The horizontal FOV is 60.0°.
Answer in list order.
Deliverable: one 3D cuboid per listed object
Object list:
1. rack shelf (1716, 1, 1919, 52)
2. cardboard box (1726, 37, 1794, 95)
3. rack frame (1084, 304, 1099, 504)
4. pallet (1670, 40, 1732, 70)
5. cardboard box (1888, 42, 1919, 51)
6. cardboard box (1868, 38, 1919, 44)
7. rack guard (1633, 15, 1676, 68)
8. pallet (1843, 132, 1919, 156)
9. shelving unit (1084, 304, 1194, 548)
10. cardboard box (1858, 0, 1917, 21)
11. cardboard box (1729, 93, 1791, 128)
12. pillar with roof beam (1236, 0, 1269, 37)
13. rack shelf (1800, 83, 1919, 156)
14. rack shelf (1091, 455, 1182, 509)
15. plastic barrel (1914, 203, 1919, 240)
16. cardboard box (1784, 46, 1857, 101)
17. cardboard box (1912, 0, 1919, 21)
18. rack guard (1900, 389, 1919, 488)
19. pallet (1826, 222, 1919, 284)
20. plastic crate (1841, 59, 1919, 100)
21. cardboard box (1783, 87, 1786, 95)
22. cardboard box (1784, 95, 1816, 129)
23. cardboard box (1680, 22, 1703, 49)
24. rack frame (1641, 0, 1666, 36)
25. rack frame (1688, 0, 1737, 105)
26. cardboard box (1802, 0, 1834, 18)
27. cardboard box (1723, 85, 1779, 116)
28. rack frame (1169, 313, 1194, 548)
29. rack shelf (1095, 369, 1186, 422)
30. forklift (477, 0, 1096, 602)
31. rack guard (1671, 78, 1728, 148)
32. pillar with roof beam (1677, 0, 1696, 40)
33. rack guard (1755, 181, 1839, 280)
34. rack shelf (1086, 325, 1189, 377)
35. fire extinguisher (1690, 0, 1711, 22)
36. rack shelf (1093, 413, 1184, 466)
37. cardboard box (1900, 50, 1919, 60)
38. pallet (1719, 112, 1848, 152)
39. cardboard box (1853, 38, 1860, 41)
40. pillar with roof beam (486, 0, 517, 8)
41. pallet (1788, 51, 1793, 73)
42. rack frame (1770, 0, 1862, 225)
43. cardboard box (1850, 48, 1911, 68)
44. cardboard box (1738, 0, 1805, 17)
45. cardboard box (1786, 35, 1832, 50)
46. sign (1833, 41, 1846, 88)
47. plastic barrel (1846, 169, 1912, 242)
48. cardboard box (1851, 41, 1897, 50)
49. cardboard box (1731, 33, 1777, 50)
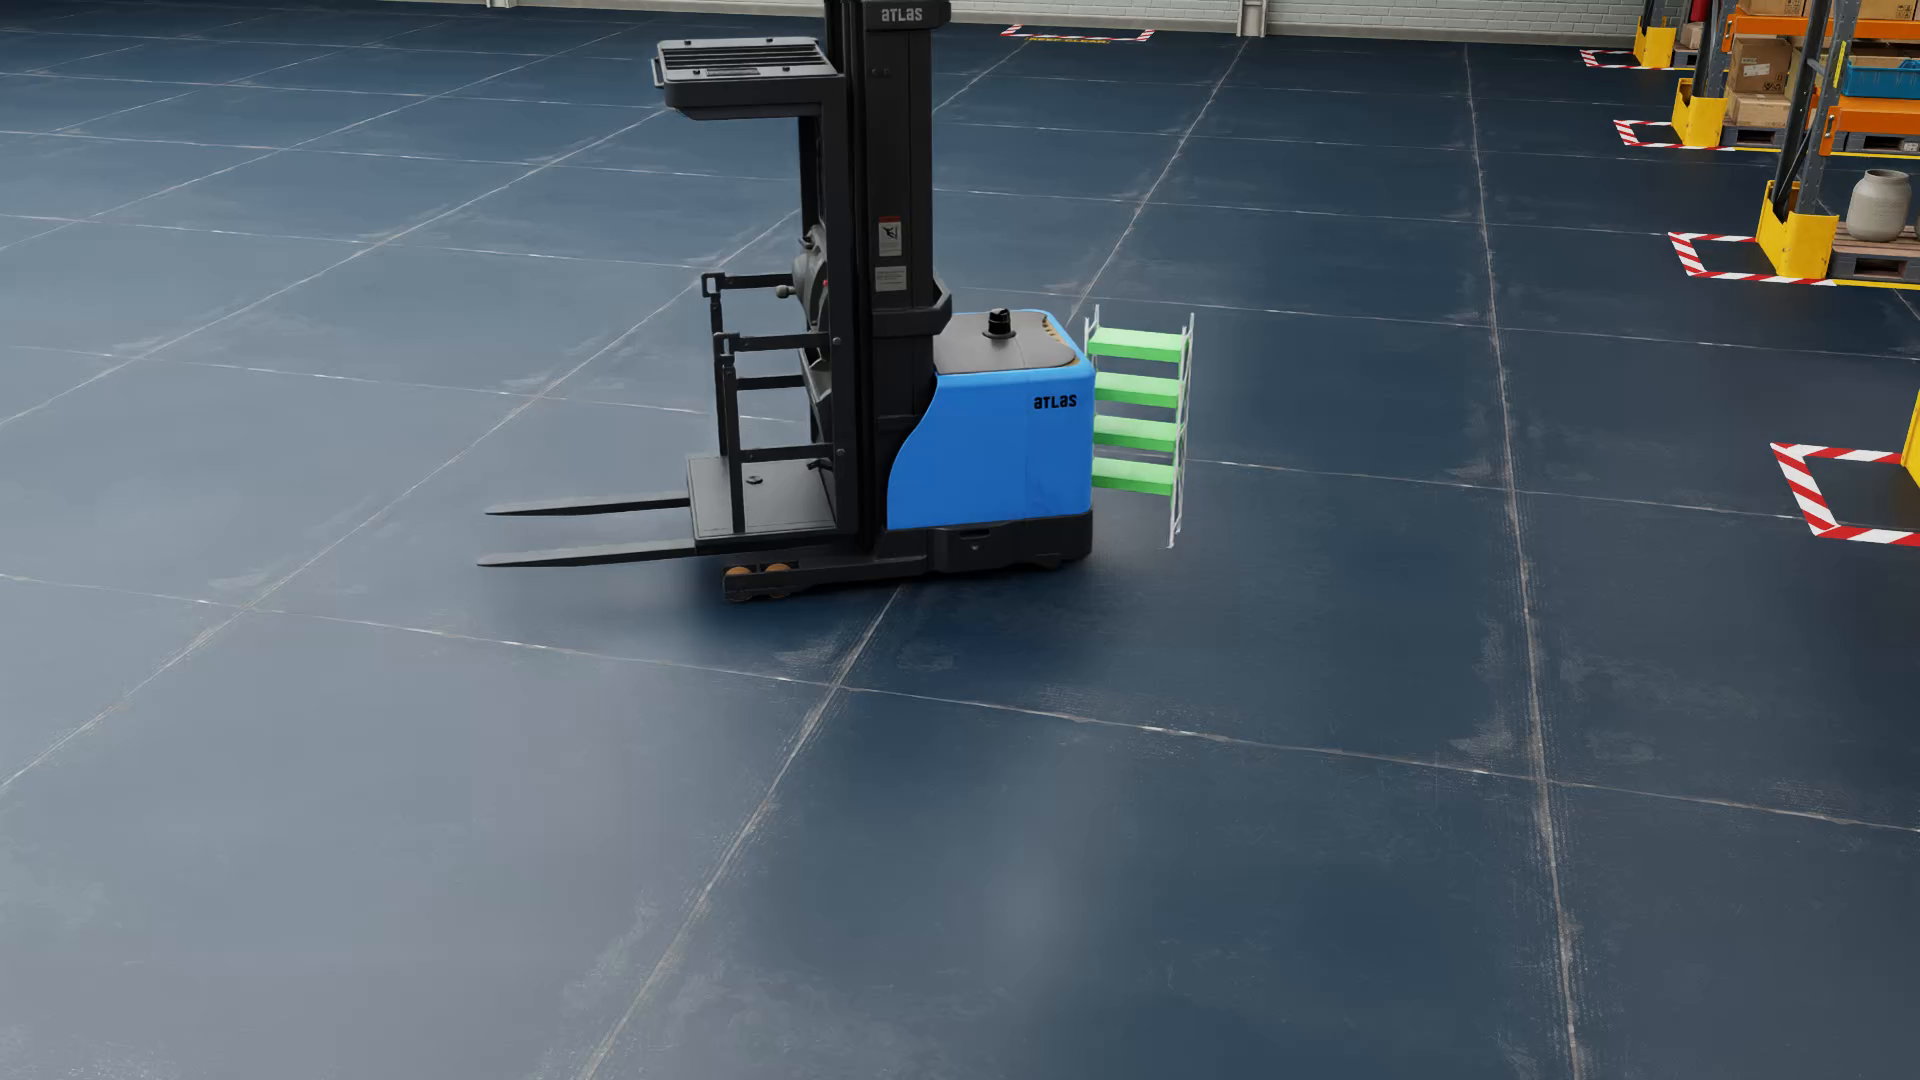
[{"bbox_3d":[9.856,-5.163,16.942,4.000,0.370,1.077,6,26,13],"label":"rack shelf"},{"bbox_3d":[8.513,-5.055,17.717,0.500,0.500,0.500,6,26,13],"label":"cardboard box"},{"bbox_3d":[0.667,-0.611,8.638,0.015,1.200,0.240,8,27,16],"label":"rack frame"},{"bbox_3d":[10.001,-6.396,21.939,1.213,0.211,1.003,6,26,13],"label":"pallet"},{"bbox_3d":[9.969,-4.900,17.391,0.500,0.500,0.500,6,26,13],"label":"cardboard box"},{"bbox_3d":[12.008,-6.501,21.312,0.500,0.500,0.500,4,26,9],"label":"cardboard box"},{"bbox_3d":[9.223,-6.628,22.090,0.348,0.500,1.175,6,26,13],"label":"rack guard"},{"bbox_3d":[9.848,-4.247,17.425,1.213,0.211,1.003,6,26,13],"label":"pallet"},{"bbox_3d":[0.900,-0.580,8.572,0.503,1.200,0.258,8,27,16],"label":"shelving unit"},{"bbox_3d":[9.358,-5.582,16.869,0.500,0.500,0.700,6,26,13],"label":"cardboard box"},{"bbox_3d":[8.383,-4.500,17.423,0.500,0.250,0.500,6,26,13],"label":"cardboard box"},{"bbox_3d":[3.160,-9.609,18.464,0.400,9.000,9.100,6,26,13],"label":"pillar with roof beam"},{"bbox_3d":[8.619,-3.101,12.612,4.000,0.370,1.077,6,26,13],"label":"rack shelf"},{"bbox_3d":[0.900,-0.305,8.702,0.480,0.148,0.258,8,27,16],"label":"rack shelf"},{"bbox_3d":[7.824,-2.614,13.158,0.421,0.512,0.421,0,25,0],"label":"plastic barrel"},{"bbox_3d":[8.868,-4.786,17.151,0.500,0.500,0.500,6,26,13],"label":"cardboard box"},{"bbox_3d":[9.868,-5.527,16.754,0.500,0.500,0.700,7,26,15],"label":"cardboard box"},{"bbox_3d":[5.522,-0.442,9.096,0.348,0.500,1.175,6,26,13],"label":"rack guard"},{"bbox_3d":[7.553,-2.304,13.343,1.213,0.211,1.003,6,26,13],"label":"pallet"},{"bbox_3d":[7.241,-3.644,13.088,0.616,0.251,0.499,6,26,13],"label":"plastic crate"},{"bbox_3d":[9.000,-4.667,17.774,0.500,0.250,0.500,6,26,13],"label":"cardboard box"},{"bbox_3d":[8.869,-4.448,17.314,0.500,0.250,0.500,6,26,13],"label":"cardboard box"},{"bbox_3d":[9.797,-6.638,21.819,0.500,0.311,0.500,3,26,7],"label":"cardboard box"},{"bbox_3d":[9.150,-7.765,21.570,0.127,3.000,1.000,6,26,13],"label":"rack frame"},{"bbox_3d":[7.919,-5.702,17.237,0.127,3.000,1.000,6,26,13],"label":"rack frame"},{"bbox_3d":[8.878,-5.638,16.986,0.500,0.500,0.700,7,26,14],"label":"cardboard box"},{"bbox_3d":[8.512,-4.716,17.876,0.500,0.250,0.500,6,26,13],"label":"cardboard box"},{"bbox_3d":[1.132,-0.548,8.505,0.015,1.200,0.240,8,27,16],"label":"rack frame"},{"bbox_3d":[0.900,-0.739,8.496,0.480,0.148,0.258,8,27,16],"label":"rack shelf"},{"bbox_3d":[-0.898,-1.269,8.006,3.031,2.935,1.130,-5,26,-10],"label":"forklift"},{"bbox_3d":[7.896,-4.576,17.780,0.348,0.500,1.175,6,26,13],"label":"rack guard"},{"bbox_3d":[8.971,-8.966,17.115,0.400,9.000,9.100,6,26,13],"label":"pillar with roof beam"},{"bbox_3d":[6.767,-2.523,13.468,0.348,0.500,1.175,6,26,13],"label":"rack guard"},{"bbox_3d":[0.900,-0.955,8.393,0.480,0.148,0.258,8,27,16],"label":"rack shelf"},{"bbox_3d":[7.921,-5.873,17.687,0.183,0.674,0.296,6,26,13],"label":"fire extinguisher"},{"bbox_3d":[0.900,-0.522,8.599,0.480,0.148,0.258,8,27,16],"label":"rack shelf"},{"bbox_3d":[9.835,-4.677,16.922,0.500,0.500,0.500,6,26,13],"label":"cardboard box"},{"bbox_3d":[8.670,-4.379,17.702,1.213,0.211,1.003,6,26,13],"label":"pallet"},{"bbox_3d":[11.479,-6.428,21.566,0.250,0.149,0.380,4,26,9],"label":"cardboard box"},{"bbox_3d":[-8.462,-10.894,21.163,0.400,9.000,9.100,6,26,13],"label":"pillar with roof beam"},{"bbox_3d":[11.179,-6.264,21.663,1.213,0.211,1.003,6,26,13],"label":"pallet"},{"bbox_3d":[6.682,-3.640,12.907,0.127,3.000,1.000,6,26,13],"label":"rack frame"},{"bbox_3d":[9.356,-4.738,17.050,0.500,0.500,0.500,6,26,13],"label":"cardboard box"},{"bbox_3d":[8.368,-5.692,17.100,0.500,0.500,0.700,6,26,13],"label":"cardboard box"},{"bbox_3d":[11.047,-6.563,21.442,0.500,0.500,0.700,5,26,10],"label":"cardboard box"},{"bbox_3d":[6.541,-3.537,12.367,0.005,0.325,0.100,6,26,13],"label":"sign"},{"bbox_3d":[7.339,-2.668,13.270,0.421,0.512,0.421,0,25,0],"label":"plastic barrel"},{"bbox_3d":[9.485,-4.954,17.505,0.500,0.500,0.500,6,26,13],"label":"cardboard box"},{"bbox_3d":[10.349,-6.577,21.691,0.500,0.311,0.500,9,27,17],"label":"cardboard box"}]
